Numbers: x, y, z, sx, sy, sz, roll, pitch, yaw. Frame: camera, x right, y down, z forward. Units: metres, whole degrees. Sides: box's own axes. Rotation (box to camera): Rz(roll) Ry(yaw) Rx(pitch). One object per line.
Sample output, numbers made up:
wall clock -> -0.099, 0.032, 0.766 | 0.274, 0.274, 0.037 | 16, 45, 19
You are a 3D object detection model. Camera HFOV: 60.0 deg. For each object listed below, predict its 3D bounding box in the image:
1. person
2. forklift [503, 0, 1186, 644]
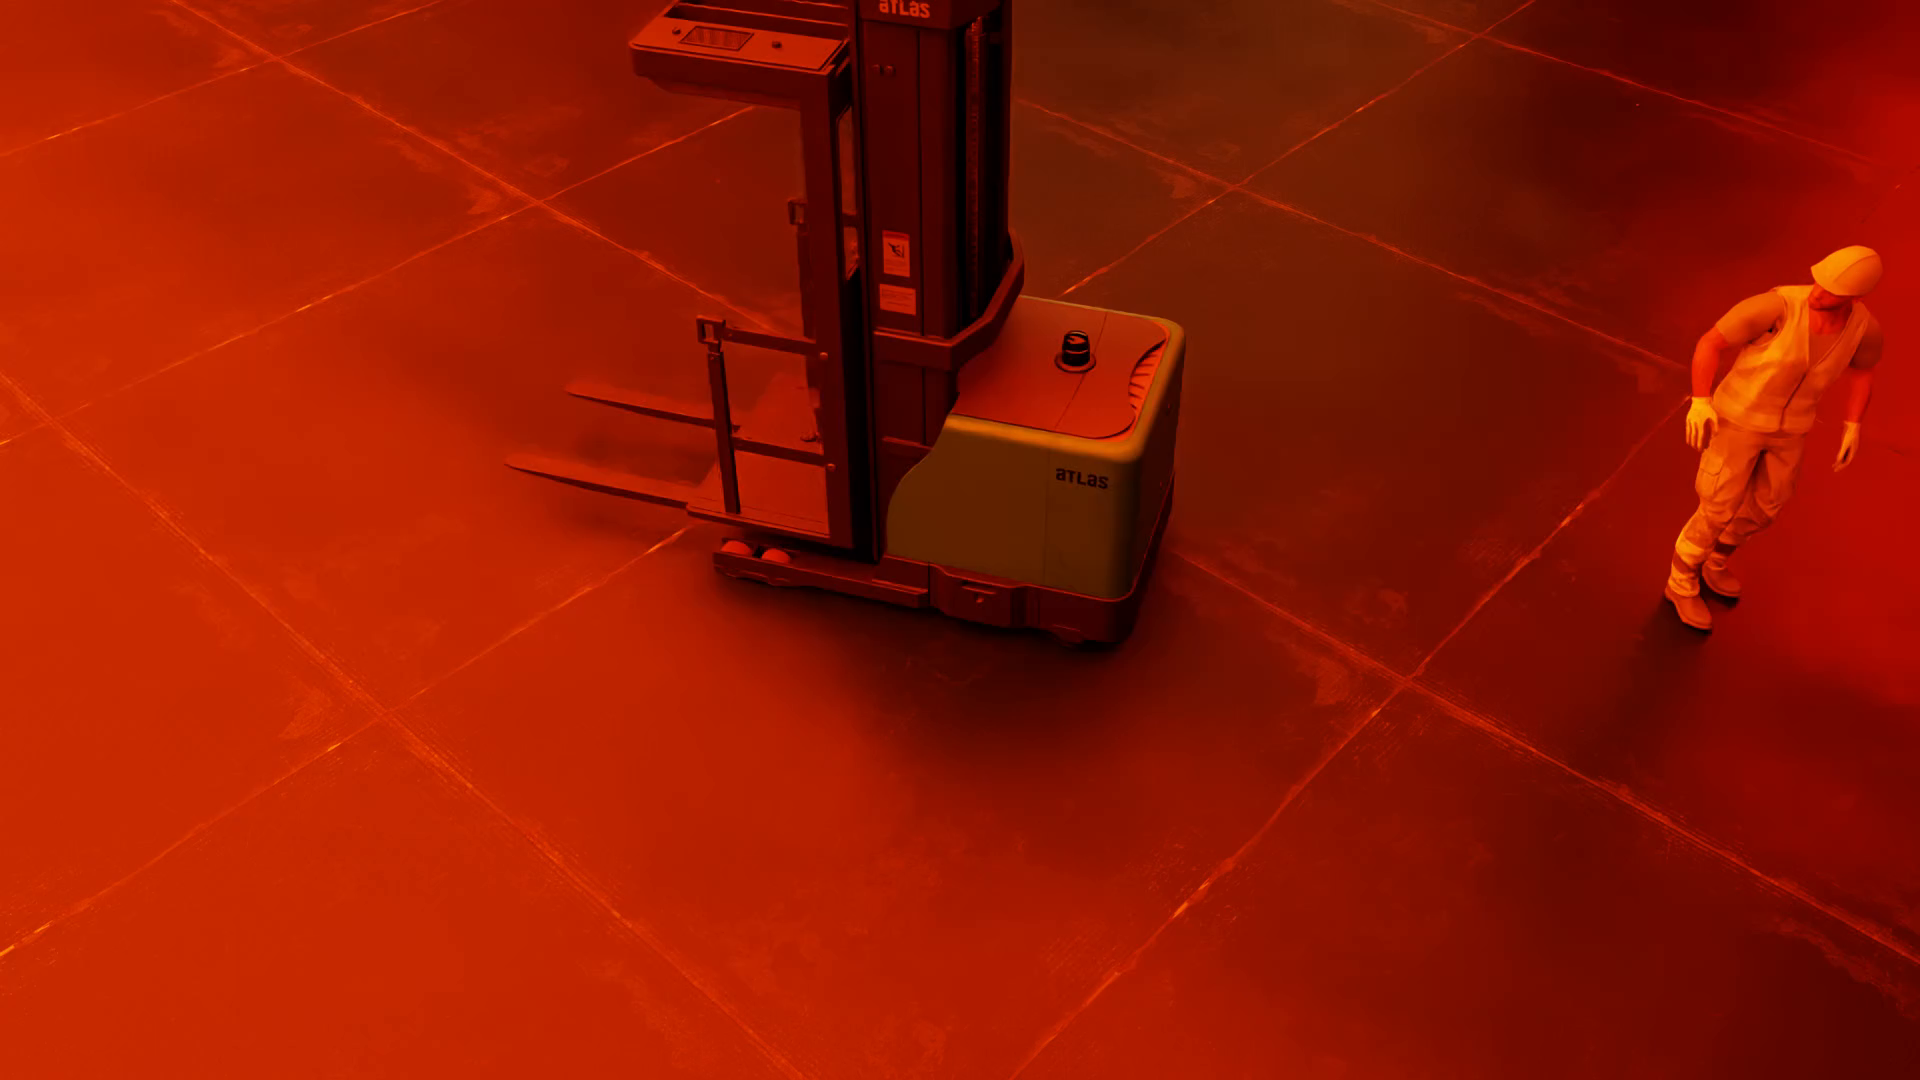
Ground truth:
person -> 3.346, -0.427, 6.825 | 0.757, 1.761, 0.505 | -3, 41, -4
forklift -> -0.594, -1.222, 6.853 | 3.031, 2.935, 1.130 | 11, 42, 13
